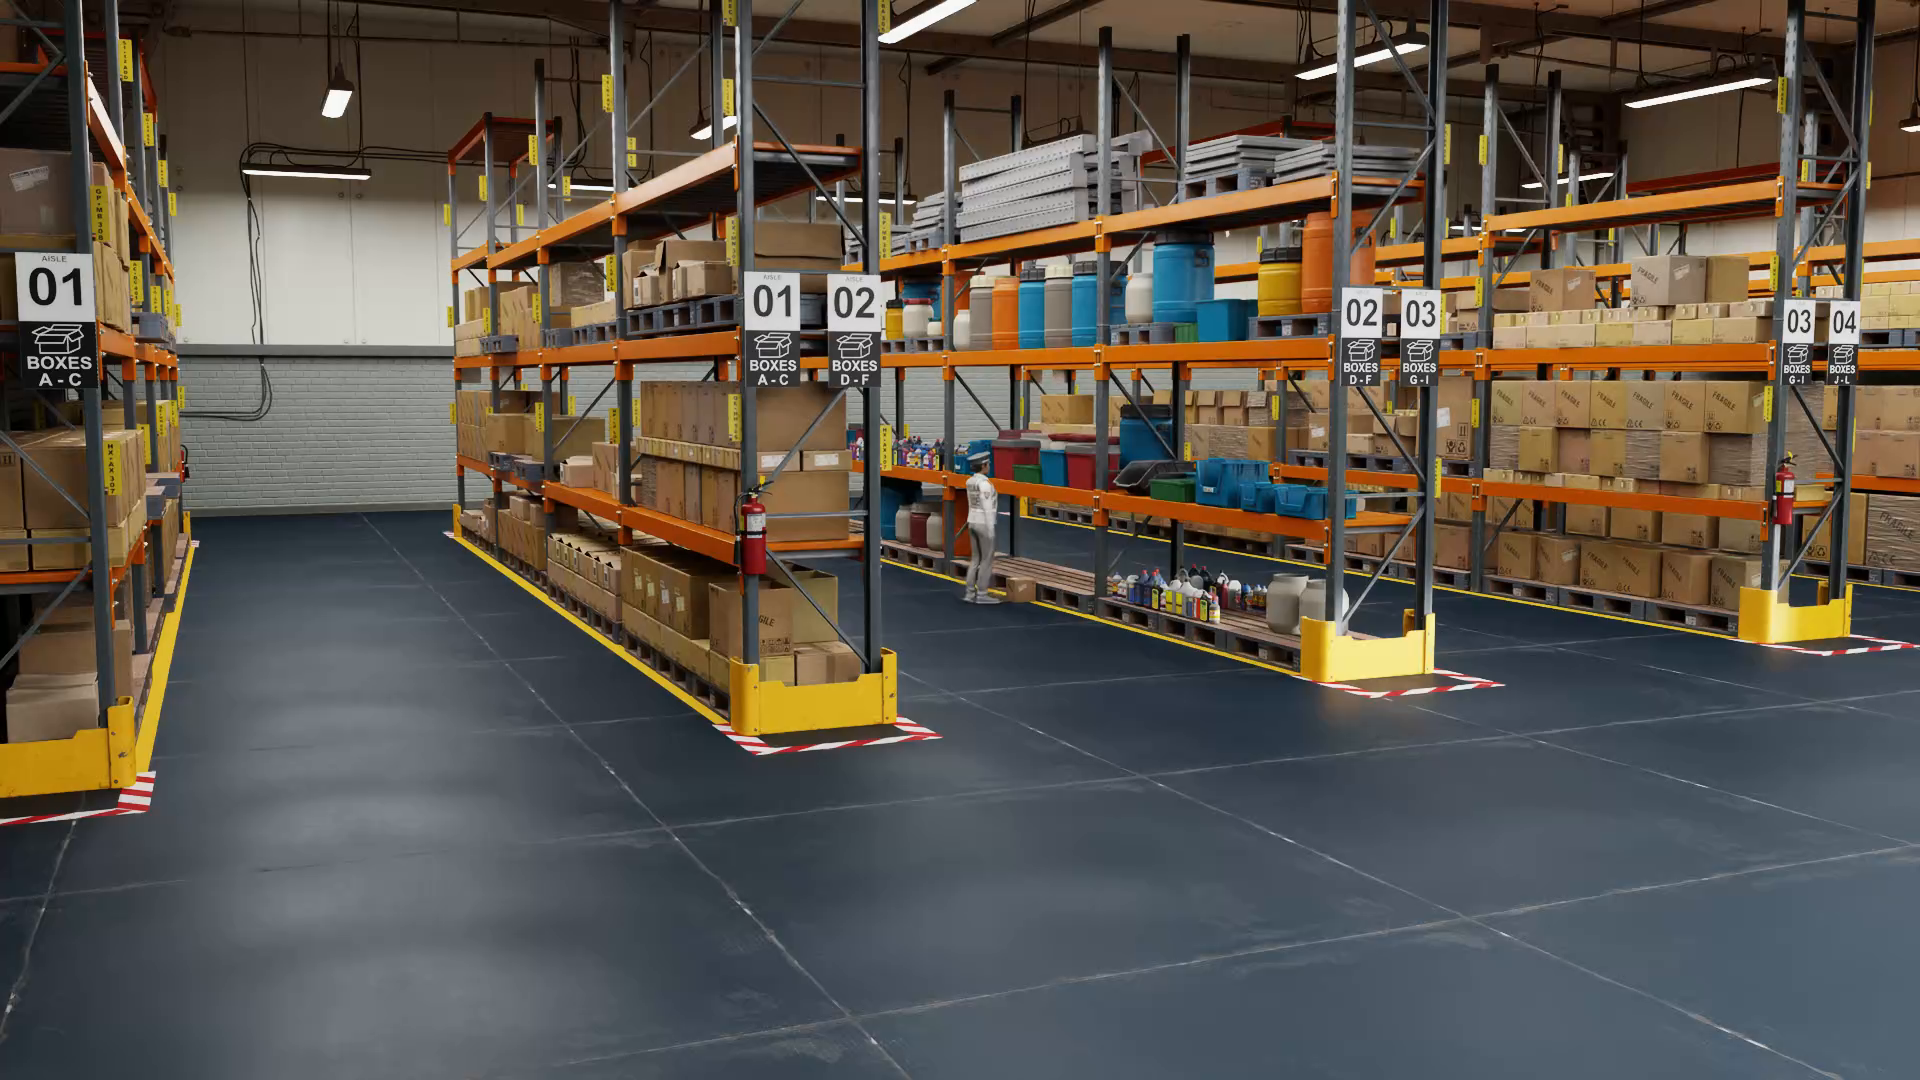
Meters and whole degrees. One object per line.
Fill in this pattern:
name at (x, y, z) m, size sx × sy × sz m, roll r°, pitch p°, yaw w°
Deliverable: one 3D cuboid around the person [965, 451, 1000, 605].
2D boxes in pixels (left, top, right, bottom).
person at (0.247, -0.125, 18.326) m, size 0.343 × 1.701 × 0.466 m, roll -2°, pitch 6°, yaw -22°
